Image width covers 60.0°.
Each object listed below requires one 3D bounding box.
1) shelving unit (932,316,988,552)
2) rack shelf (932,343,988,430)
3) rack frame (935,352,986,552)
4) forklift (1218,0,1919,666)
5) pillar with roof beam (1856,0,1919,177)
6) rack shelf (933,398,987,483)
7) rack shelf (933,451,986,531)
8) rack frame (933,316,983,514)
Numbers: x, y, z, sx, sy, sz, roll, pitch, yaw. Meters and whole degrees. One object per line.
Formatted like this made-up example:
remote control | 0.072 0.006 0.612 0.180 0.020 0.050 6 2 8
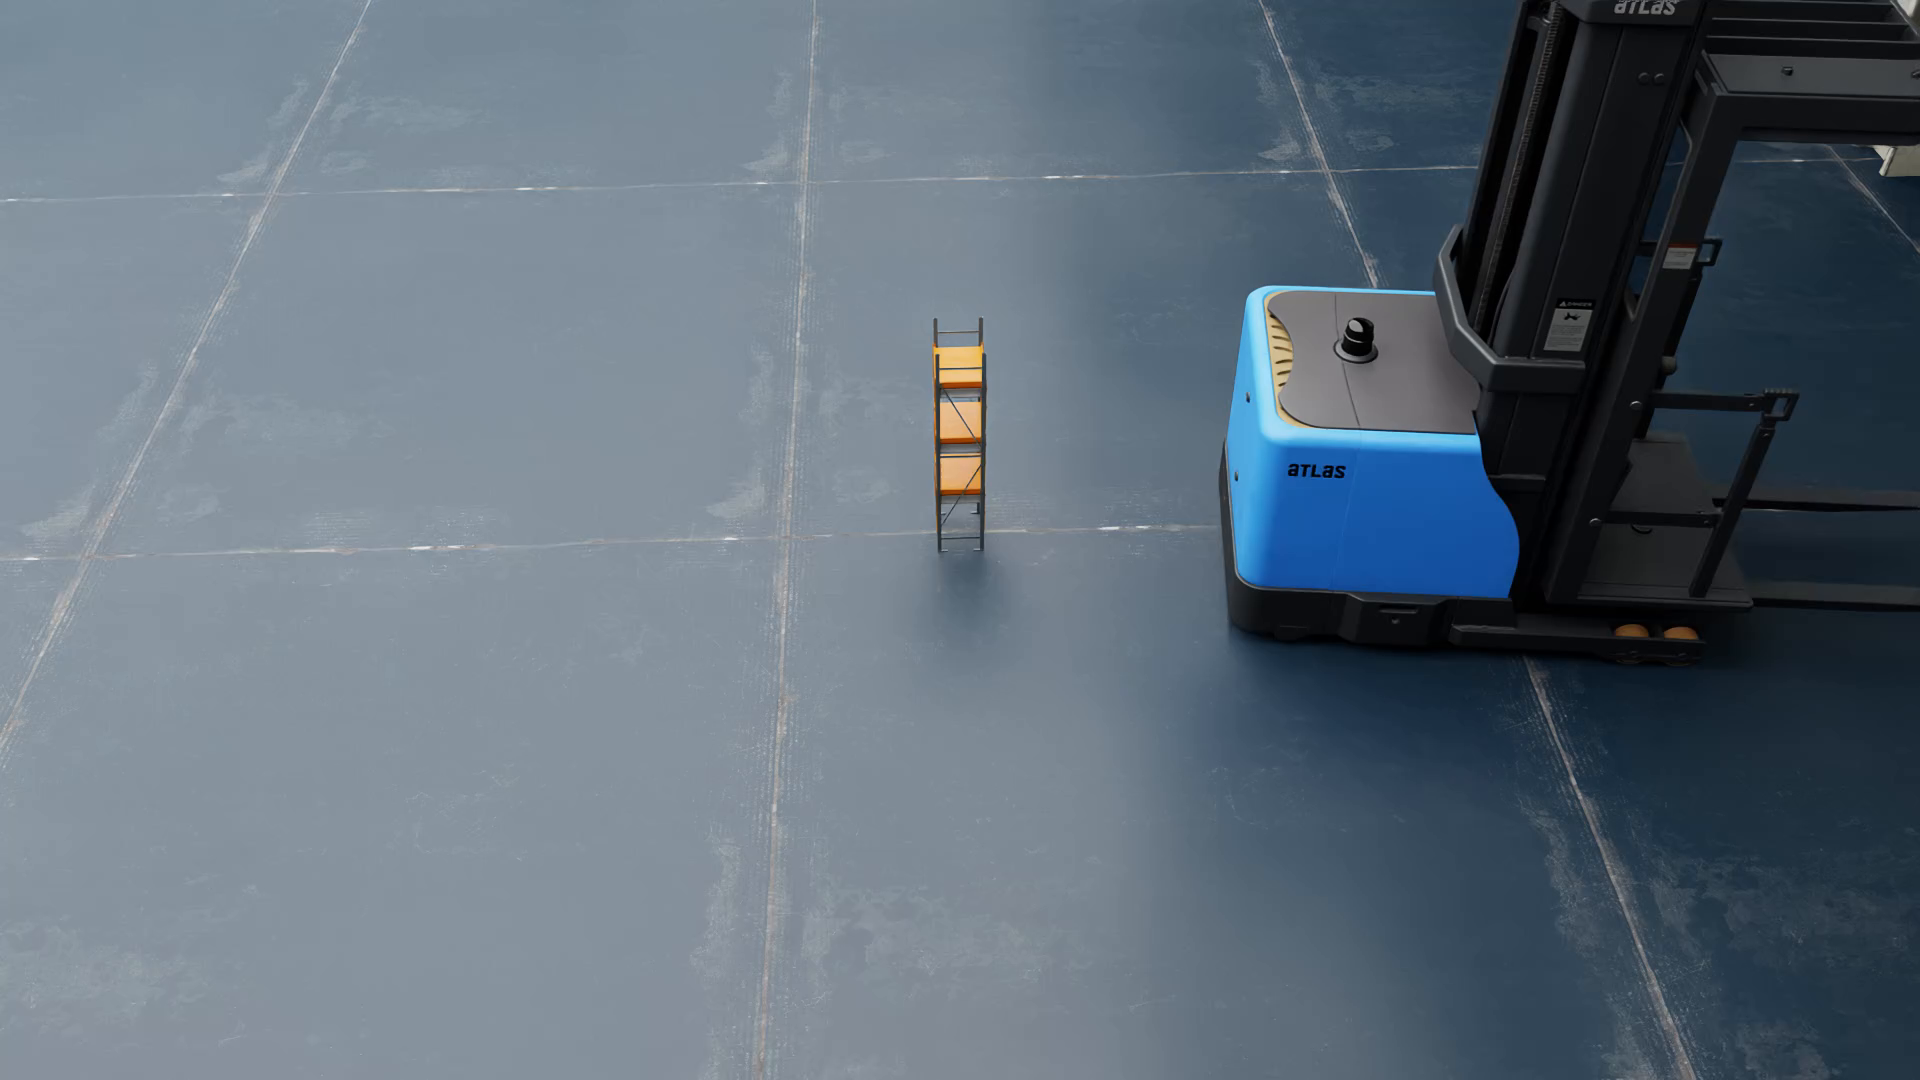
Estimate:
shelving unit | -0.002 -0.423 6.935 0.215 1.050 0.252 -2 43 -2
rack shelf | -0.002 -0.625 6.750 0.215 0.259 0.240 -2 43 -2
rack frame | 0.003 -0.341 6.845 0.200 1.050 0.008 -2 43 -2
forklift | 2.640 -0.946 6.113 3.031 2.935 1.130 3 43 3
pillar with roof beam | 1.130 -5.413 6.495 9.100 9.000 0.400 -2 43 -2
rack shelf | -0.002 -0.415 6.942 0.215 0.259 0.240 -2 43 -2
rack shelf | -0.002 -0.210 7.130 0.215 0.259 0.240 -2 43 -2
rack frame | -0.007 -0.506 7.025 0.200 1.050 0.008 -2 43 -2
